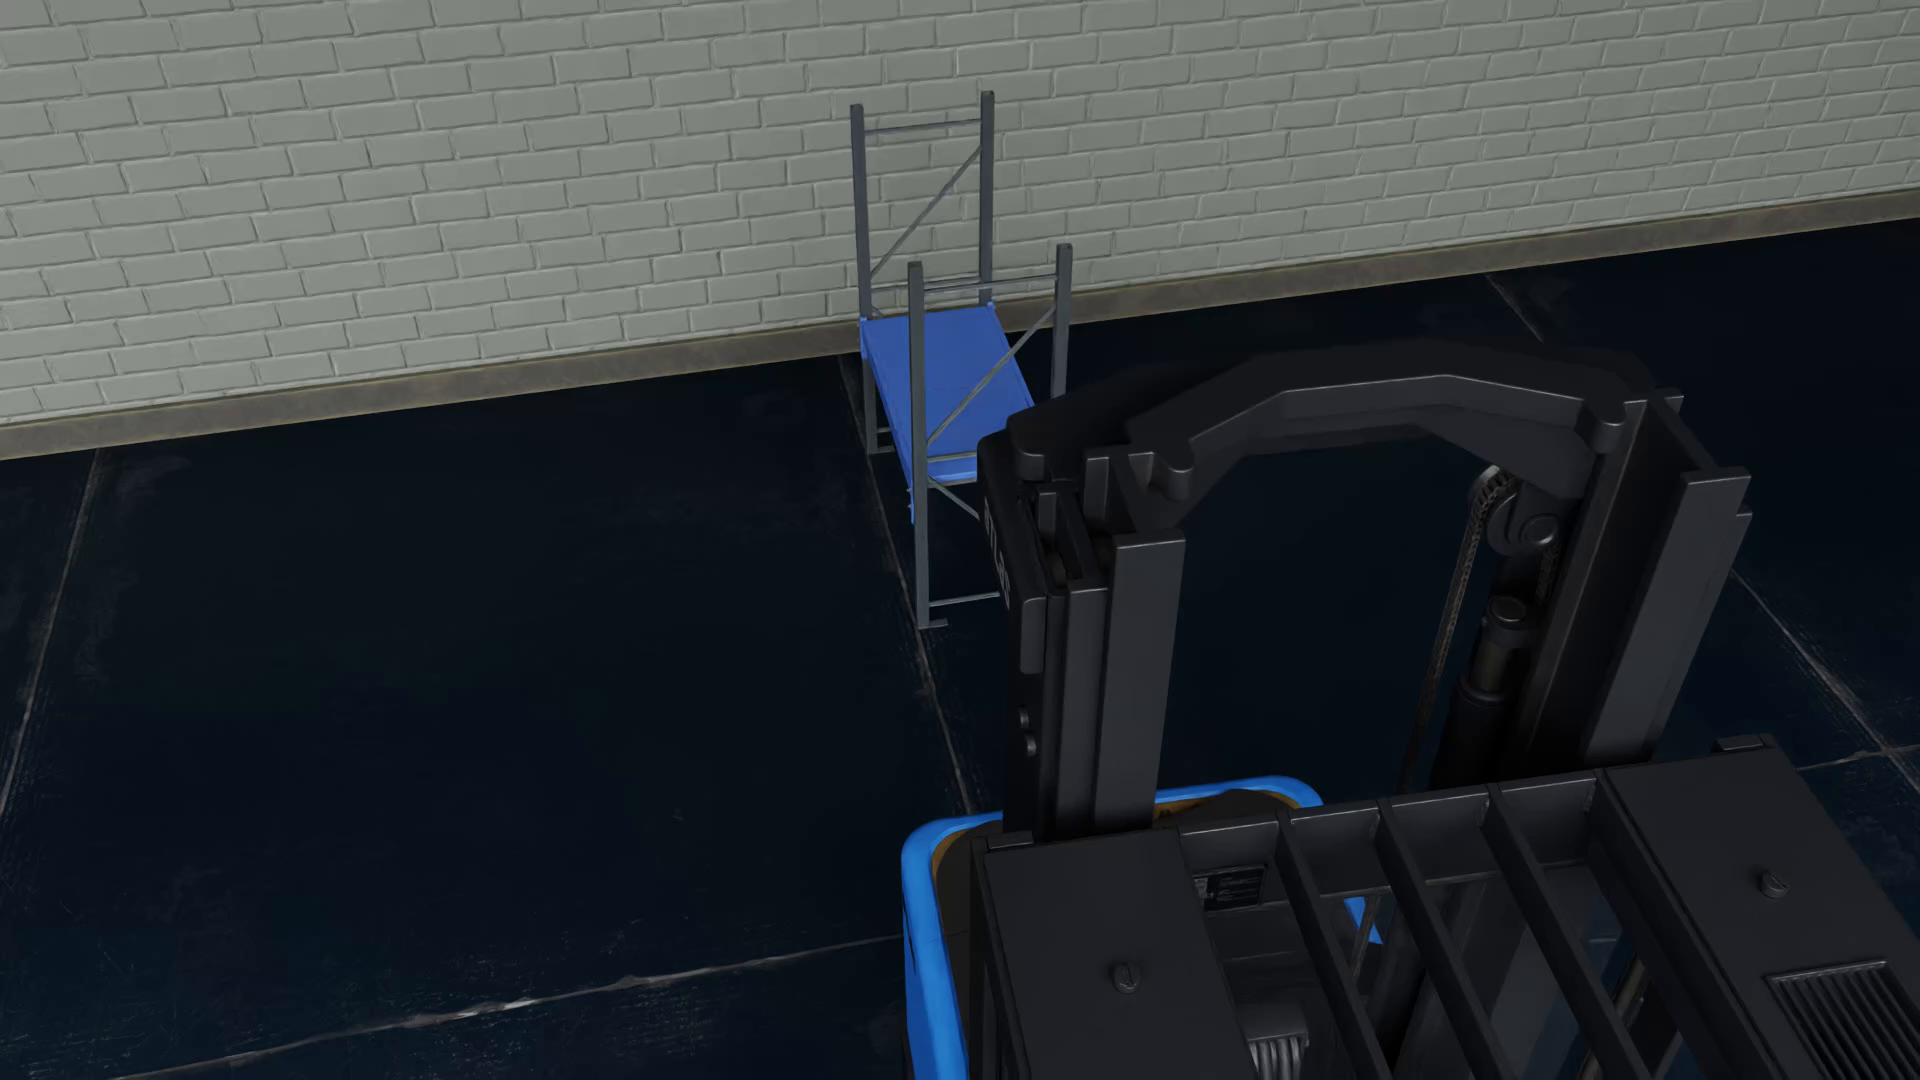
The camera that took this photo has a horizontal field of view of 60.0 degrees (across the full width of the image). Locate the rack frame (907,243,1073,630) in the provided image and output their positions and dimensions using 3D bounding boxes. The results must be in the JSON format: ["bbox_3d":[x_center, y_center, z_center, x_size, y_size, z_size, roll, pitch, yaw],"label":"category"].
[{"bbox_3d":[0.091,-0.287,5.443,0.500,1.500,0.032,-8,42,-9],"label":"rack frame"}]

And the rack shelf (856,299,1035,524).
[{"bbox_3d":[-0.018,-0.482,5.934,0.538,0.185,1.000,-8,42,-9],"label":"rack shelf"}]

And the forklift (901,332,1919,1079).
[{"bbox_3d":[0.597,1.281,2.599,1.130,2.935,3.031,-6,42,-7],"label":"forklift"}]

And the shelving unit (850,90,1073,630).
[{"bbox_3d":[-0.018,-0.616,5.814,0.538,1.500,1.048,-8,42,-9],"label":"shelving unit"}]

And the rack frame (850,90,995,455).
[{"bbox_3d":[-0.128,-0.946,6.186,0.500,1.500,0.032,-8,42,-9],"label":"rack frame"}]
